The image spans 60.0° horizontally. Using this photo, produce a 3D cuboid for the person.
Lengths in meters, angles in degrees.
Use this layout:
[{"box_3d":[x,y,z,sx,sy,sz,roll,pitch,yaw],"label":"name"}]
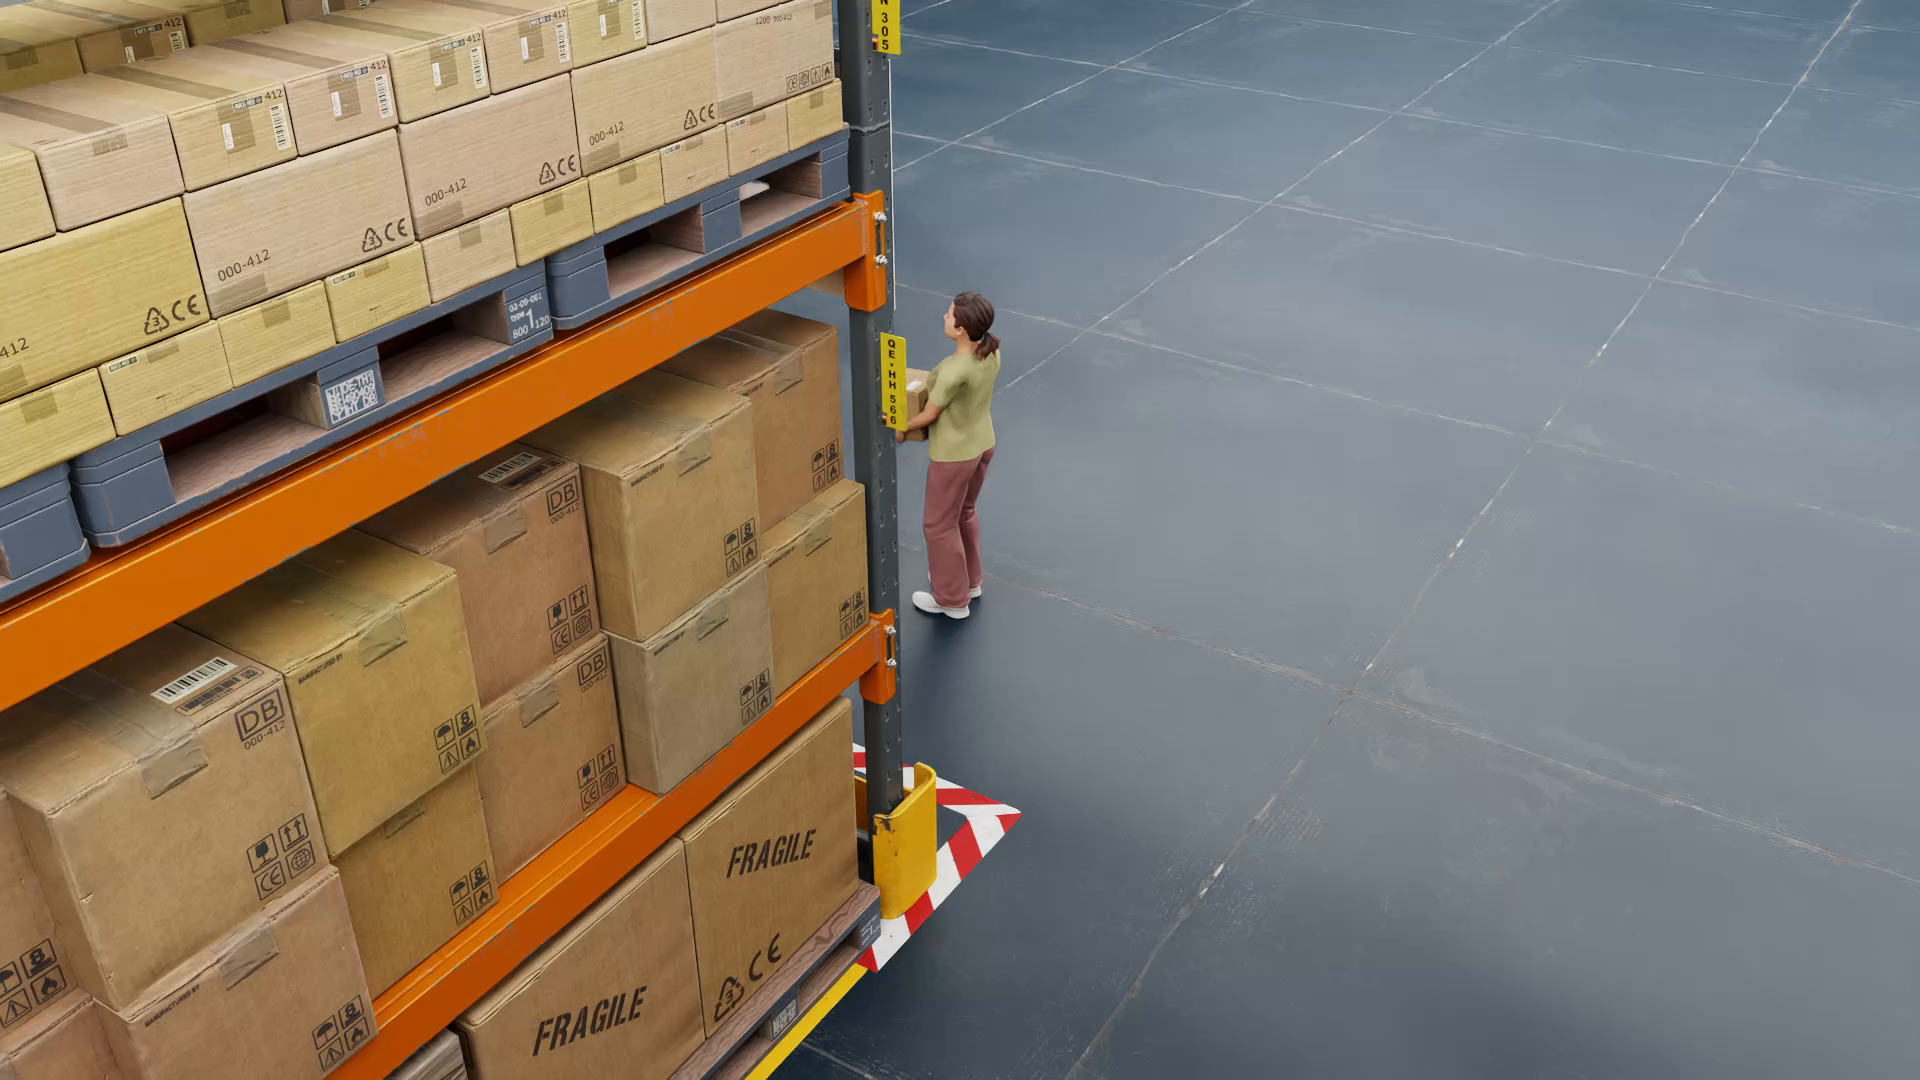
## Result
[{"box_3d":[-0.060,-0.420,7.852,0.558,1.663,0.428,18,35,27],"label":"person"}]
